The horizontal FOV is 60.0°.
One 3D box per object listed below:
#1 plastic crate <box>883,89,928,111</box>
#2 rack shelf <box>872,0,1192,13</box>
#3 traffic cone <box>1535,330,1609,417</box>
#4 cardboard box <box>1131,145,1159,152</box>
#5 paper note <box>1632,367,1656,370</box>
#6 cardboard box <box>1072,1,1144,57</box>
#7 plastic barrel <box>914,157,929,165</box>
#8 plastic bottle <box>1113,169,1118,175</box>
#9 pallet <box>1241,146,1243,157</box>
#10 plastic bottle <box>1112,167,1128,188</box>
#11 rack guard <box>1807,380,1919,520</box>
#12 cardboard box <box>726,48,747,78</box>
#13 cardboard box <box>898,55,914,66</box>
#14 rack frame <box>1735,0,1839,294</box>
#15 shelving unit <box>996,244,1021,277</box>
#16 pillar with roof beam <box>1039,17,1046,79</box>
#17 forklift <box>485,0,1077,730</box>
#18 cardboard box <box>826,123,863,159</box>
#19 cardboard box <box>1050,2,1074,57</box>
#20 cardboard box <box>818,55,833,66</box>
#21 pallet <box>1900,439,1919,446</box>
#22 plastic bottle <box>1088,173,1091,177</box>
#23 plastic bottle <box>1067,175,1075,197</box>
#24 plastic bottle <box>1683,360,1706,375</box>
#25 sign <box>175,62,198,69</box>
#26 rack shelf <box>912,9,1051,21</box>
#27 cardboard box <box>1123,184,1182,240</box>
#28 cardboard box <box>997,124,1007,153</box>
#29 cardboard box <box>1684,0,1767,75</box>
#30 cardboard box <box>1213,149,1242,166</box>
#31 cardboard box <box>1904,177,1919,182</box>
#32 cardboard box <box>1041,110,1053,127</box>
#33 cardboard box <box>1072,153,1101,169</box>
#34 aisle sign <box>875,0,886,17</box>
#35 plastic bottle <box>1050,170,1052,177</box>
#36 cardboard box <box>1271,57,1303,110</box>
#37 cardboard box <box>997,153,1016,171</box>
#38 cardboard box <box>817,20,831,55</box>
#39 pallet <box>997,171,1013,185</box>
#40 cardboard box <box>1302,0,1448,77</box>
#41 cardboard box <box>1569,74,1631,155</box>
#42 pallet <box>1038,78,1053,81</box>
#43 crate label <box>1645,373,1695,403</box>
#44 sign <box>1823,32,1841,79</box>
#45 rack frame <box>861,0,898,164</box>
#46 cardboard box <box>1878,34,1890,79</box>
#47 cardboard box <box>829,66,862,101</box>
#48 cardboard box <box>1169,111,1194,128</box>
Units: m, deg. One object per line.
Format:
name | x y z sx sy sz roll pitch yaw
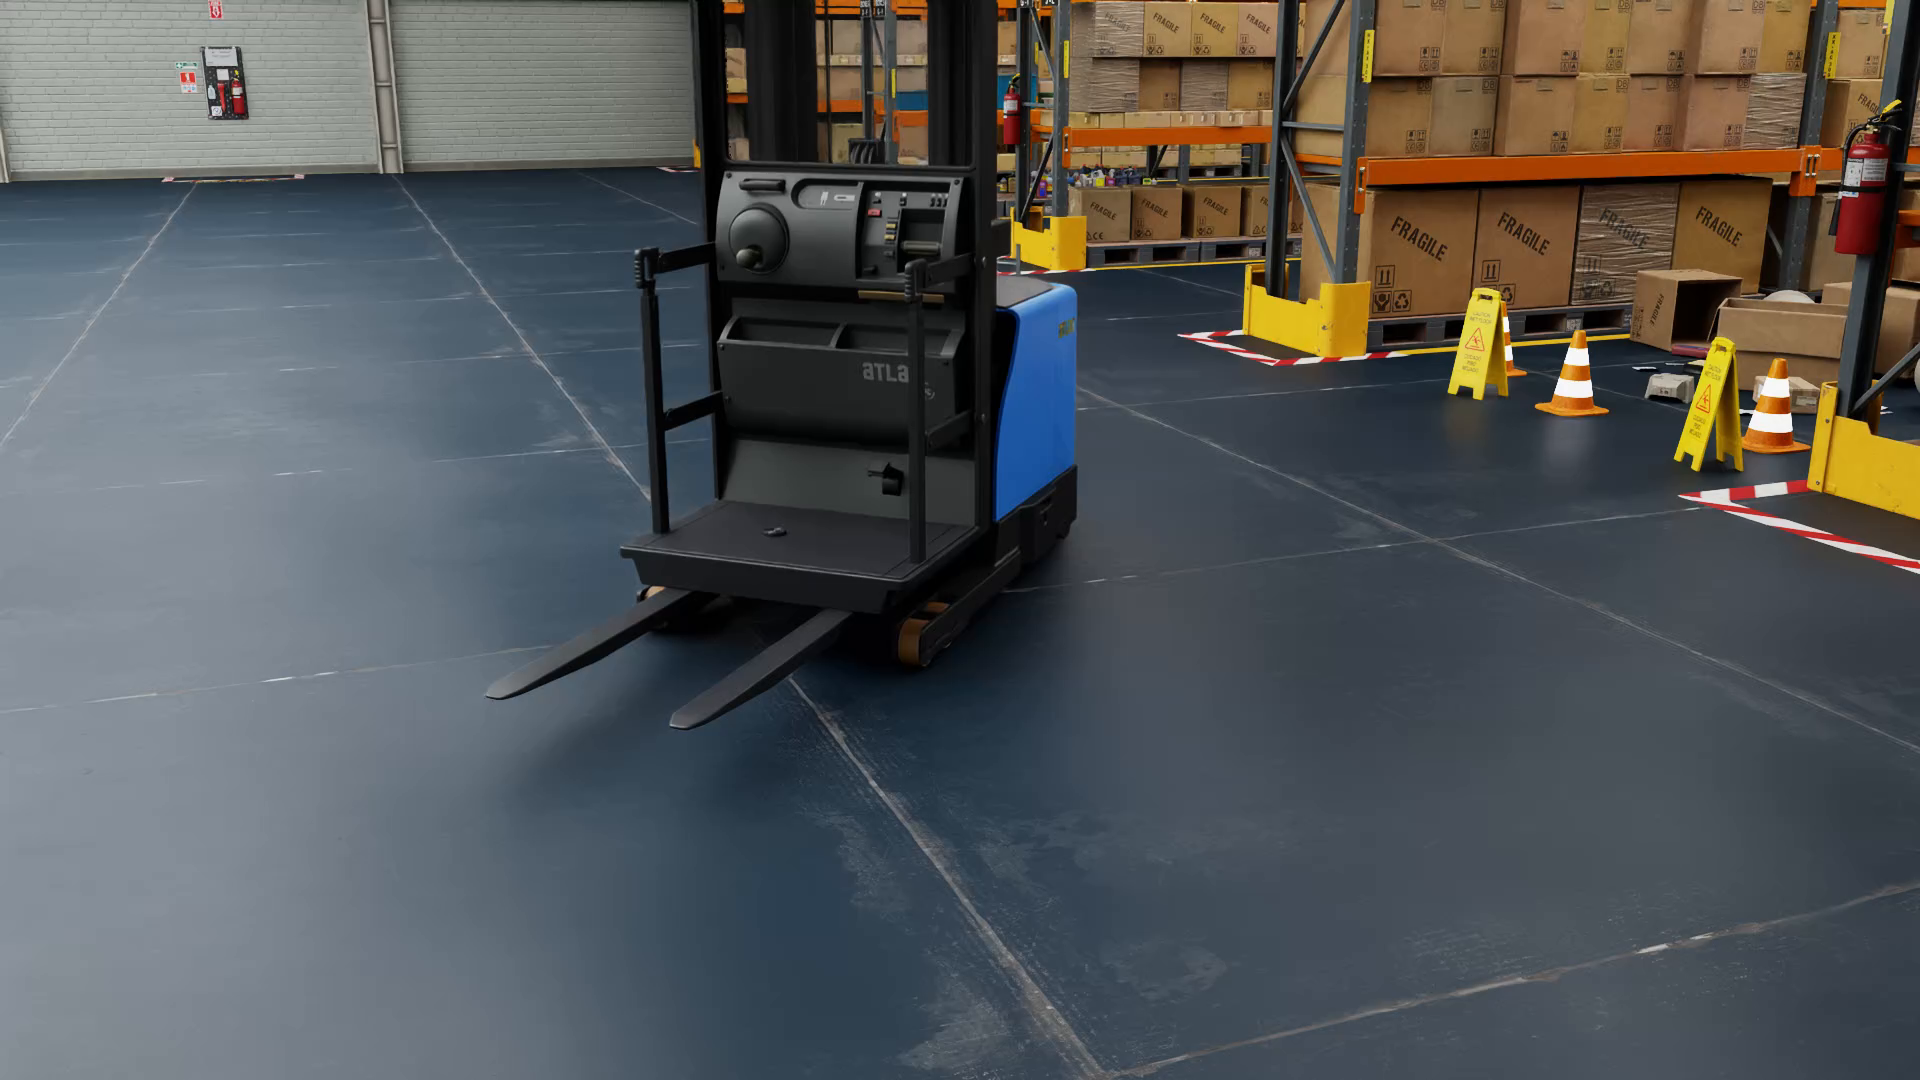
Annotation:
plastic crate | -0.628 -5.521 20.841 0.616 0.251 0.499 -6 17 -20
rack shelf | 0.880 -6.759 20.745 4.000 0.370 1.077 -6 17 -20
traffic cone | 3.556 -0.976 9.602 0.334 0.463 0.336 -6 17 -20
cardboard box | 2.888 -6.453 26.890 0.500 0.311 0.500 -6 17 -19
paper note | 4.498 -1.127 10.885 0.142 0.017 0.144 0 16 -1
cardboard box | 1.396 -4.815 15.690 0.500 0.500 0.500 -6 17 -20
plastic barrel | -0.401 -4.558 20.966 0.421 0.512 0.421 0 16 0
plastic bottle | 2.039 -4.790 22.127 0.133 0.283 0.061 -6 17 -20
pallet | 4.838 -7.720 33.014 1.213 0.211 1.003 -6 17 -20
plastic bottle | 2.070 -4.647 21.519 0.185 0.351 0.144 -7 18 -23
rack guard | 4.401 -0.361 7.442 0.348 0.500 1.175 -6 17 -20
cardboard box | -3.980 -8.337 29.064 0.500 0.500 0.500 -6 17 -20
cardboard box | -0.878 -7.264 25.183 0.250 0.149 0.380 -6 17 -20
rack frame | 6.200 -3.249 12.837 0.127 3.000 1.000 -6 17 -20
shelving unit | 0.111 -0.706 7.372 0.258 1.200 0.189 11 20 33
pillar with roof beam | 2.954 -10.719 27.629 0.400 9.000 9.100 -6 17 -20
forklift | -0.506 -1.108 5.669 1.130 2.935 3.031 6 17 20
cardboard box | -1.710 -6.056 25.200 0.500 0.500 0.500 -6 17 -20
cardboard box | 1.210 -4.951 16.156 0.500 0.500 0.500 -6 17 -20
cardboard box | -2.068 -7.137 24.749 0.250 0.149 0.380 -7 18 -22
pallet | 5.173 -0.295 7.730 1.213 0.211 1.003 -6 17 -20
plastic bottle | 1.708 -4.606 21.501 0.133 0.283 0.061 -6 17 -20
plastic bottle | 1.419 -4.532 21.267 0.097 0.271 0.097 0 16 0
plastic bottle | 4.844 -1.131 10.840 0.283 0.061 0.133 -14 21 -39
sign | -12.658 -7.765 27.214 0.331 0.109 0.001 -6 17 -20
rack shelf | 1.070 -9.769 30.995 4.000 0.370 1.077 -6 17 -20
cardboard box | 1.919 -3.290 16.671 0.500 0.500 0.500 -2 16 -6
cardboard box | 0.433 -6.448 26.537 0.500 0.500 0.500 -6 17 -20
cardboard box | 5.371 -3.724 12.275 0.550 0.550 0.875 -6 17 -20
cardboard box | 4.309 -6.339 27.495 0.500 0.250 0.500 -6 17 -19
cardboard box | 8.519 -2.647 14.037 0.750 0.750 1.050 -6 17 -19
cardboard box | 0.977 -4.123 16.261 0.250 0.149 0.380 -6 17 -20
cardboard box | 1.921 -6.079 26.612 0.500 0.250 0.500 -6 17 -19
aisle sign | -0.950 -6.627 19.727 0.004 0.787 0.394 -6 17 -20
plastic bottle | 1.272 -4.773 21.948 0.185 0.351 0.144 -6 18 -21
cardboard box | 3.167 -4.607 16.759 0.500 0.500 0.875 -6 17 -20
cardboard box | 0.624 -5.949 26.166 0.500 0.250 0.500 -6 17 -20
cardboard box | -2.267 -7.487 24.789 0.500 0.500 0.700 -6 17 -20
pallet | 0.221 -5.764 26.350 1.213 0.211 1.003 -6 17 -20
cardboard box | 2.825 -3.463 11.383 0.550 0.550 0.875 -6 17 -20
cardboard box | 4.349 -3.116 12.118 0.500 0.550 0.875 -6 17 -20
pallet | 1.104 -8.574 31.314 1.213 0.211 1.003 -6 17 -20
crate label | 4.268 -0.916 9.973 0.250 0.136 0.298 13 21 37
sign | 6.400 -3.556 12.207 0.005 0.325 0.100 -6 17 -20
rack frame | -0.988 -5.464 20.380 0.127 3.000 1.000 -6 17 -20
cardboard box | 7.141 -3.880 13.036 0.500 0.500 0.700 -6 18 -21
cardboard box | -1.828 -6.913 25.139 0.500 0.500 0.700 -6 17 -19
cardboard box | 2.077 -4.101 16.187 0.250 0.149 0.380 -6 17 -20
